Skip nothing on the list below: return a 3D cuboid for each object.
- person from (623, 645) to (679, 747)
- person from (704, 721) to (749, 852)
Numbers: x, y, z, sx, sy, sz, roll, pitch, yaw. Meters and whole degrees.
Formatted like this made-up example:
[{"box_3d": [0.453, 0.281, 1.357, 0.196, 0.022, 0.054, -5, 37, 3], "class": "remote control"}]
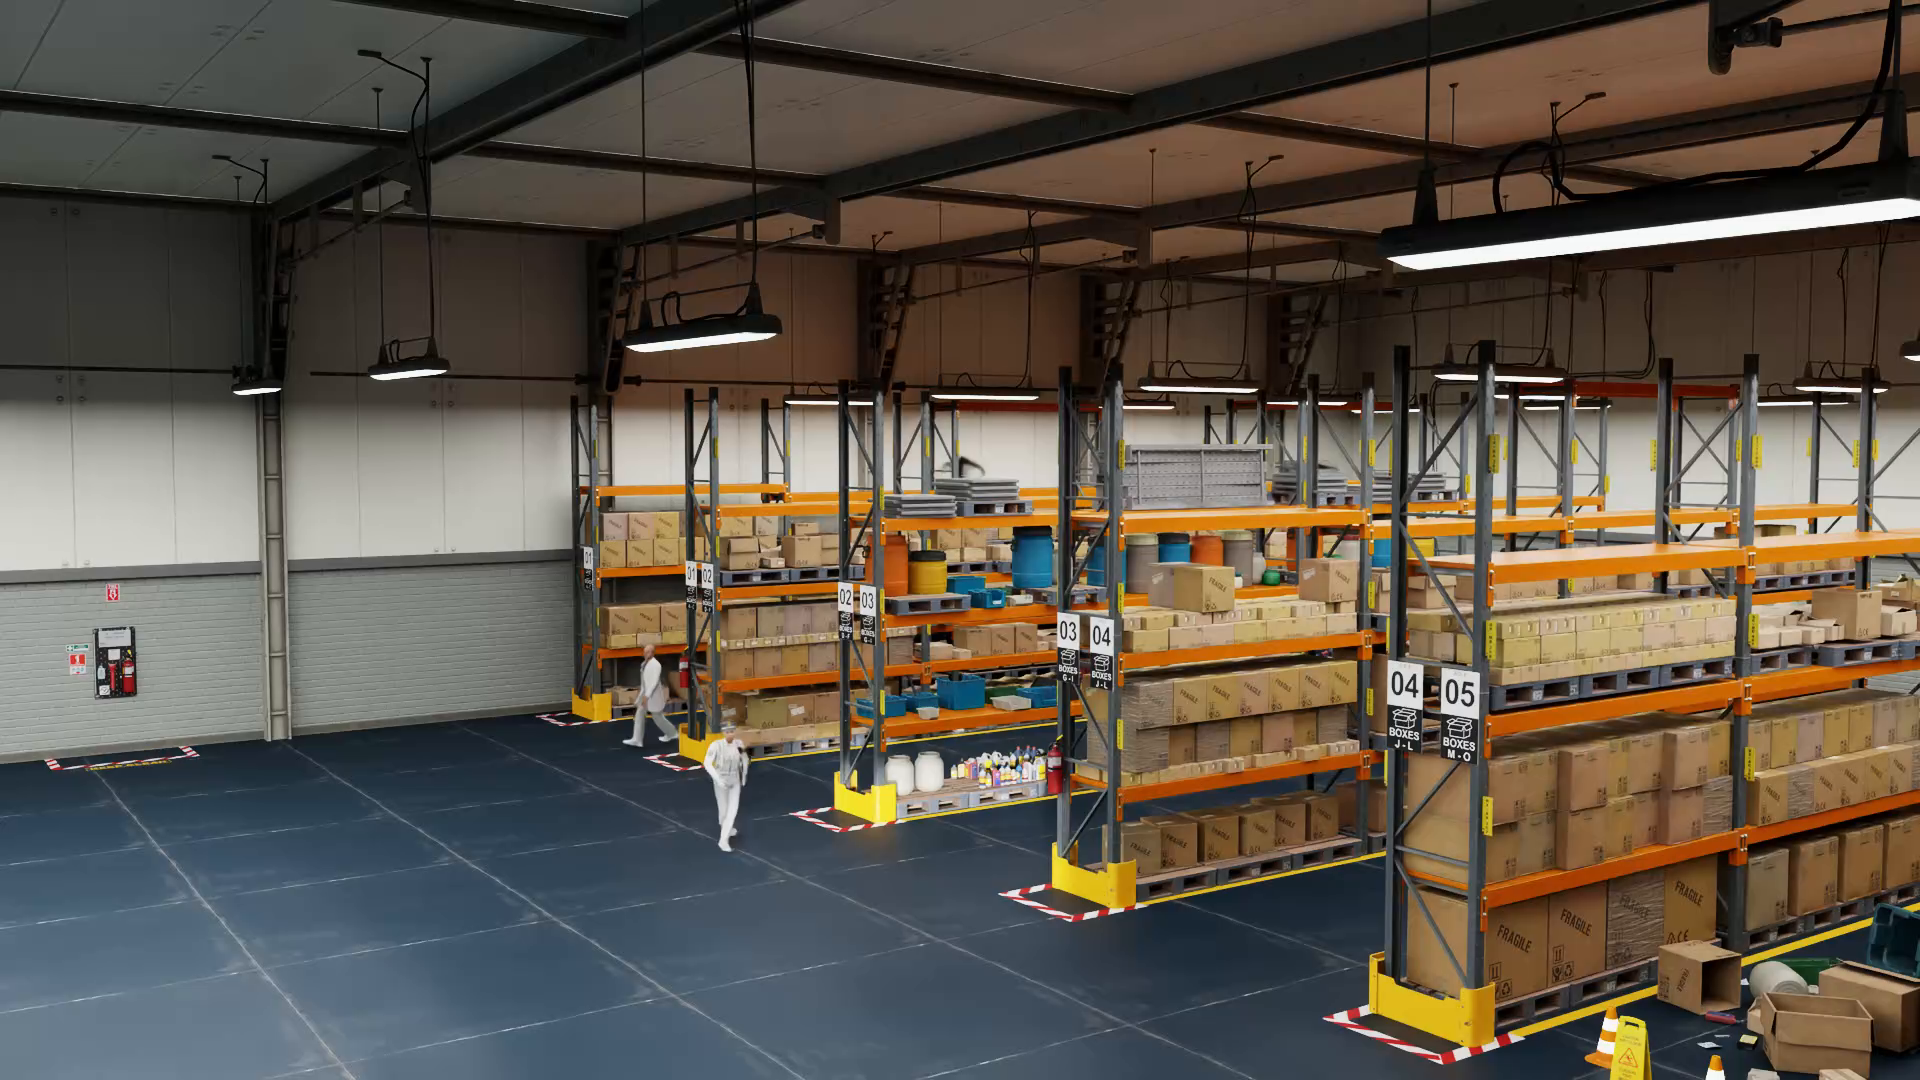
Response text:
[{"box_3d": [-5.180, 2.659, 27.955, 0.585, 1.632, 1.057, 3, 5, 44], "class": "person"}, {"box_3d": [-2.969, 3.071, 21.100, 0.605, 1.652, 0.757, -1, 4, -18], "class": "person"}]
